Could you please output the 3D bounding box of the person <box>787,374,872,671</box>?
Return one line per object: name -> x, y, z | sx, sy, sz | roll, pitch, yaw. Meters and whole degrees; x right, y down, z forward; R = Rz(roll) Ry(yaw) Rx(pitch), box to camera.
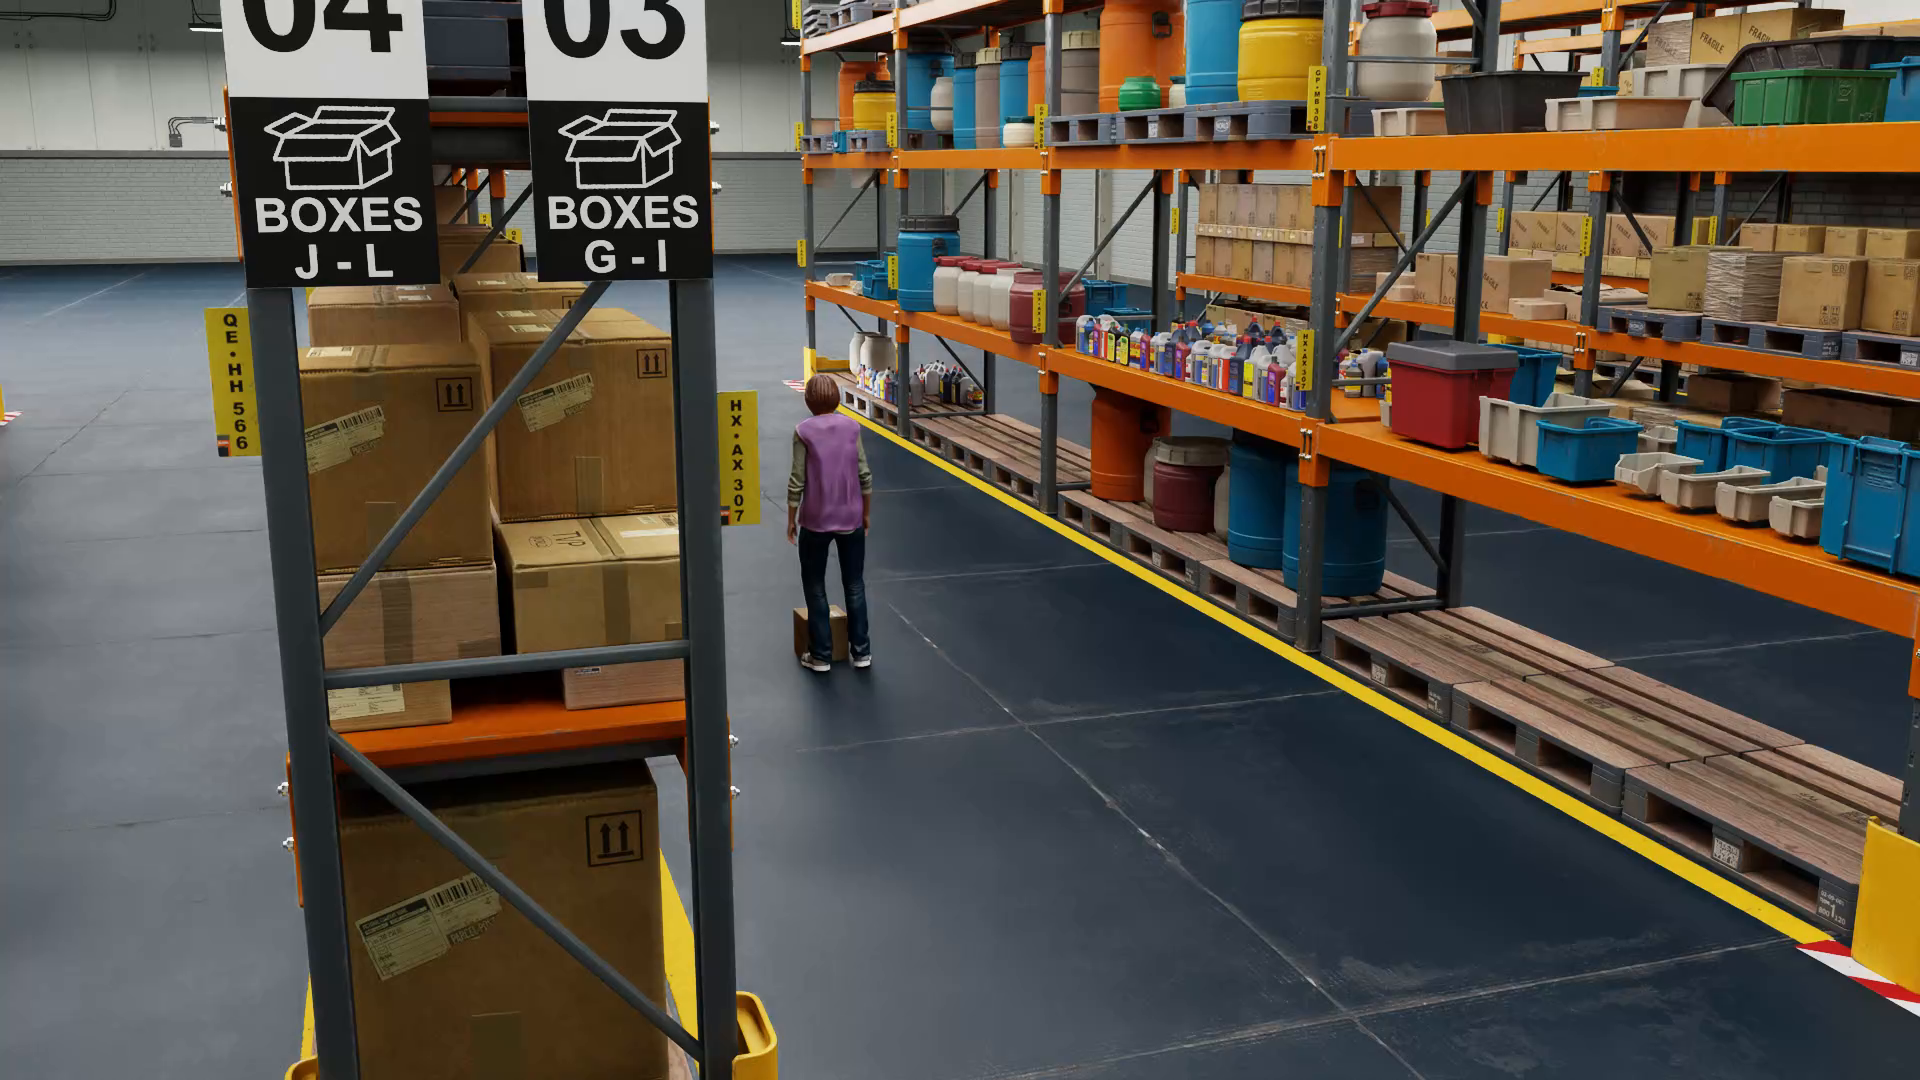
person -> -0.691, -0.086, 8.880 | 0.476, 1.593, 0.348 | -5, 13, -20
